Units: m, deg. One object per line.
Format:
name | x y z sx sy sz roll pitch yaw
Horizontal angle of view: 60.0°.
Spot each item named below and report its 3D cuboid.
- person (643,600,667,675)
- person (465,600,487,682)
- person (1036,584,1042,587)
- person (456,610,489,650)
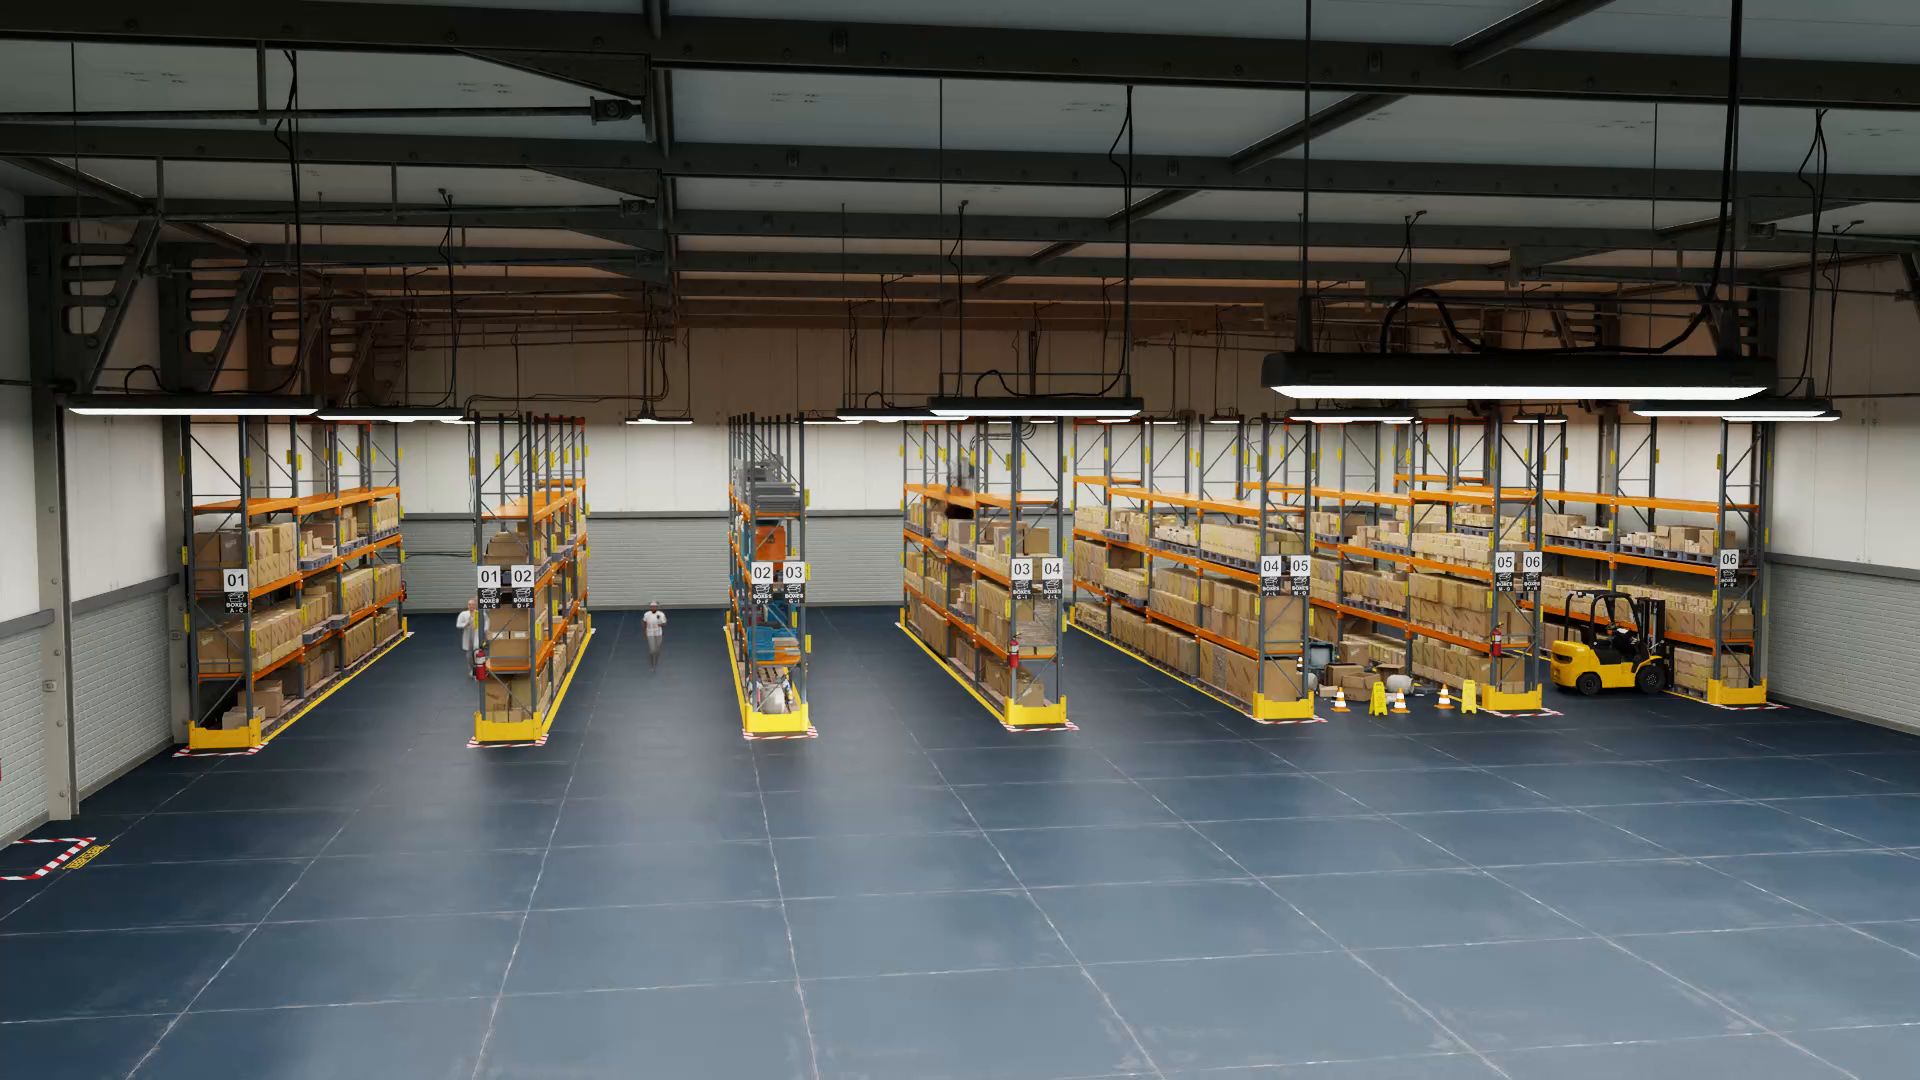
person | -7.082 2.267 38.669 0.546 1.766 0.742 -1 4 -15
person | -11.036 2.269 37.690 0.644 1.846 0.866 -1 4 -8
person | 2.304 1.754 46.531 0.657 1.658 0.649 0 4 -4
person | -4.143 1.880 43.422 18.567 1.776 3.866 -2 4 -30
